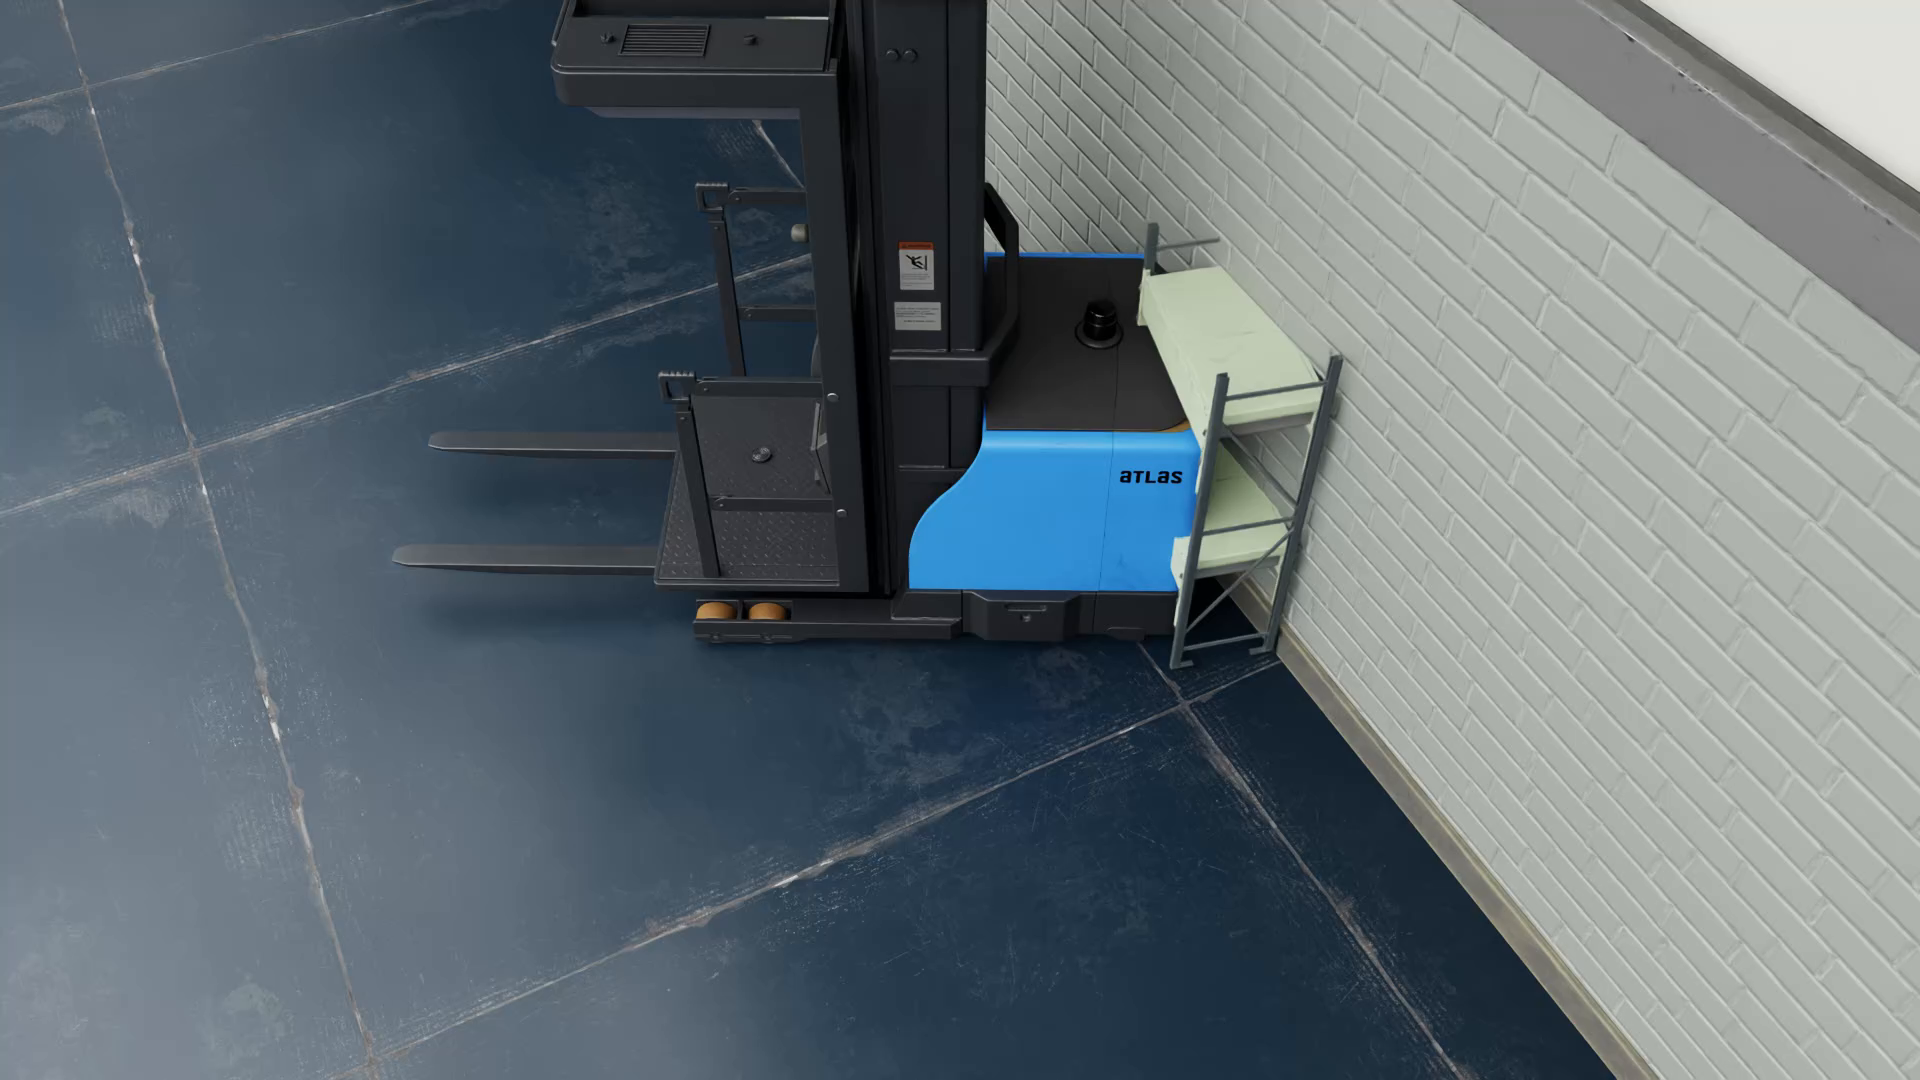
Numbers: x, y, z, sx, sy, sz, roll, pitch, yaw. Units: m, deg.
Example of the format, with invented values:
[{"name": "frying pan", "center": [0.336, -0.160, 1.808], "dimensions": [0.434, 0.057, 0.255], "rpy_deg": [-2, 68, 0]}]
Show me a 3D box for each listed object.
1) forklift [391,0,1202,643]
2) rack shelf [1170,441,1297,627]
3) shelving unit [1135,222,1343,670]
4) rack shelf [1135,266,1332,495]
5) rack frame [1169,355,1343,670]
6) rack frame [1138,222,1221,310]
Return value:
[{"name": "forklift", "center": [-0.630, -0.973, 5.546], "dimensions": [3.031, 2.935, 1.130], "rpy_deg": [1, 49, 1]}, {"name": "rack shelf", "center": [0.899, -0.105, 6.130], "dimensions": [0.431, 0.370, 0.720], "rpy_deg": [-10, 50, -8]}, {"name": "shelving unit", "center": [0.899, -0.317, 5.881], "dimensions": [0.431, 1.500, 0.755], "rpy_deg": [-10, 50, -8]}, {"name": "rack shelf", "center": [0.900, -0.569, 5.584], "dimensions": [0.431, 0.370, 0.720], "rpy_deg": [-10, 50, -8]}, {"name": "rack frame", "center": [0.978, -0.044, 5.650], "dimensions": [0.400, 1.500, 0.023], "rpy_deg": [-10, 50, -8]}, {"name": "rack frame", "center": [0.820, -0.589, 6.113], "dimensions": [0.400, 1.500, 0.023], "rpy_deg": [-10, 50, -8]}]
